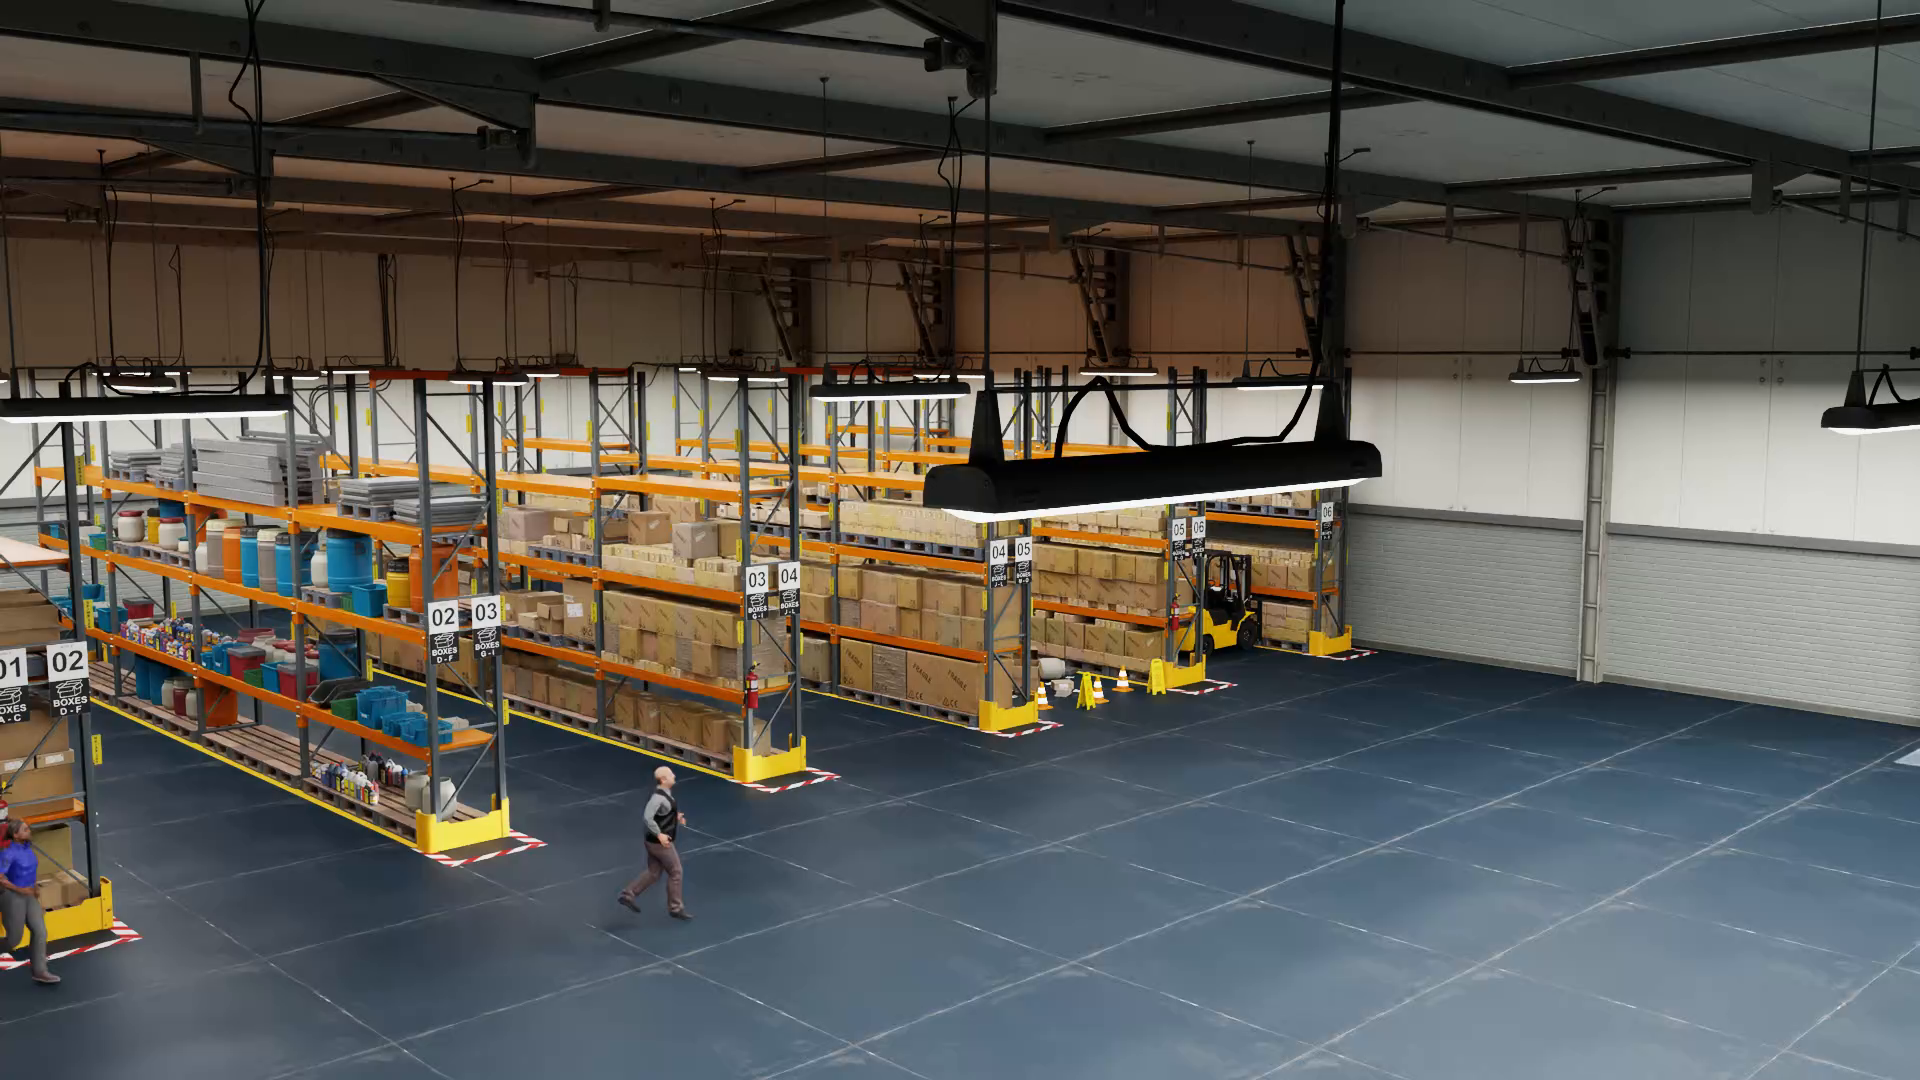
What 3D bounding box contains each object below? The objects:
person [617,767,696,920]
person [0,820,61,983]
[{"bbox_3d":[-3.402,3.383,18.542,0.851,1.747,0.658,-2,7,-16],"label":"person"},{"bbox_3d":[-9.492,3.633,16.797,0.877,1.611,0.648,0,6,-2],"label":"person"}]
